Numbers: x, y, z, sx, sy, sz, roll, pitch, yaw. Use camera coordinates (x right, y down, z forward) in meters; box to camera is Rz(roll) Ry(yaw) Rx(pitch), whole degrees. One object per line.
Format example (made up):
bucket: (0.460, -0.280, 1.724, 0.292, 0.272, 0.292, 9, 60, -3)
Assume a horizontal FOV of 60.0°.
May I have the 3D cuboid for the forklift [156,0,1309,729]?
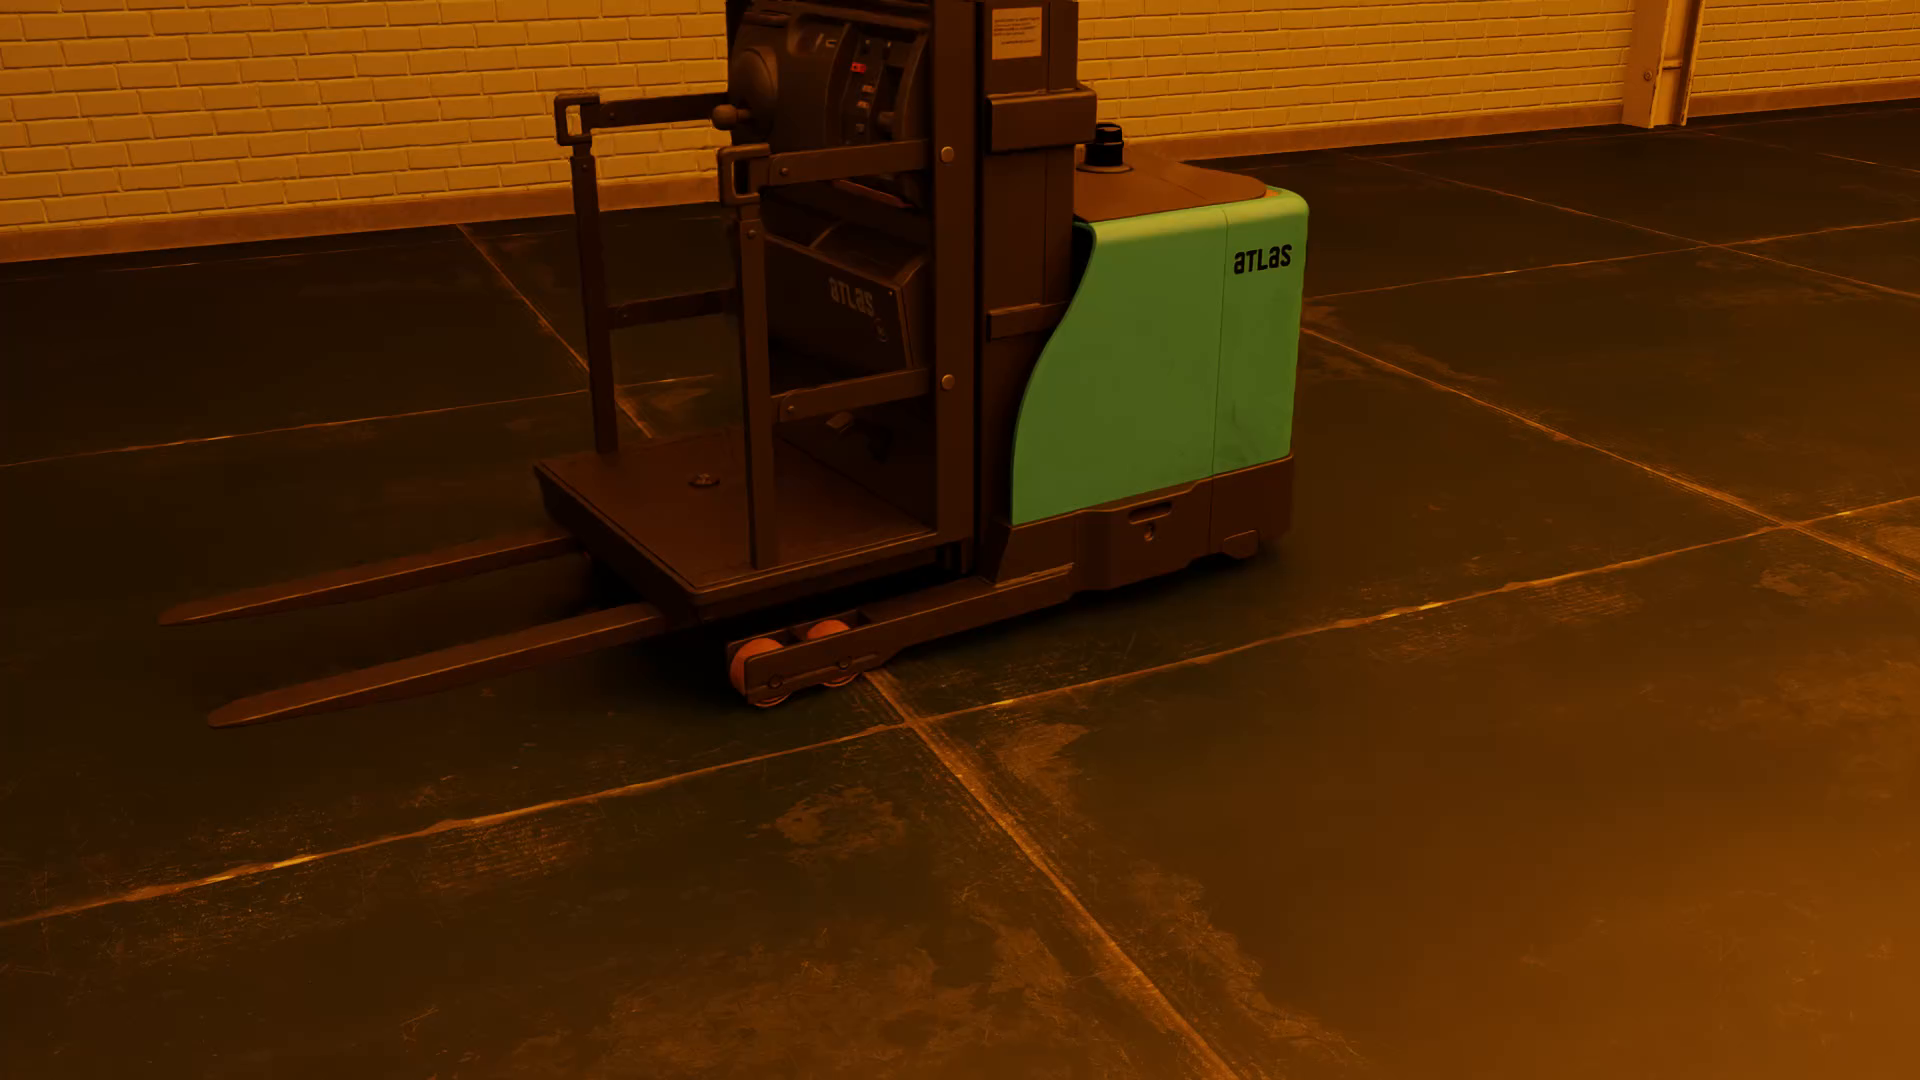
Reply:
forklift: (-0.521, -1.172, 4.106, 3.031, 2.935, 1.130, -14, 26, -30)
